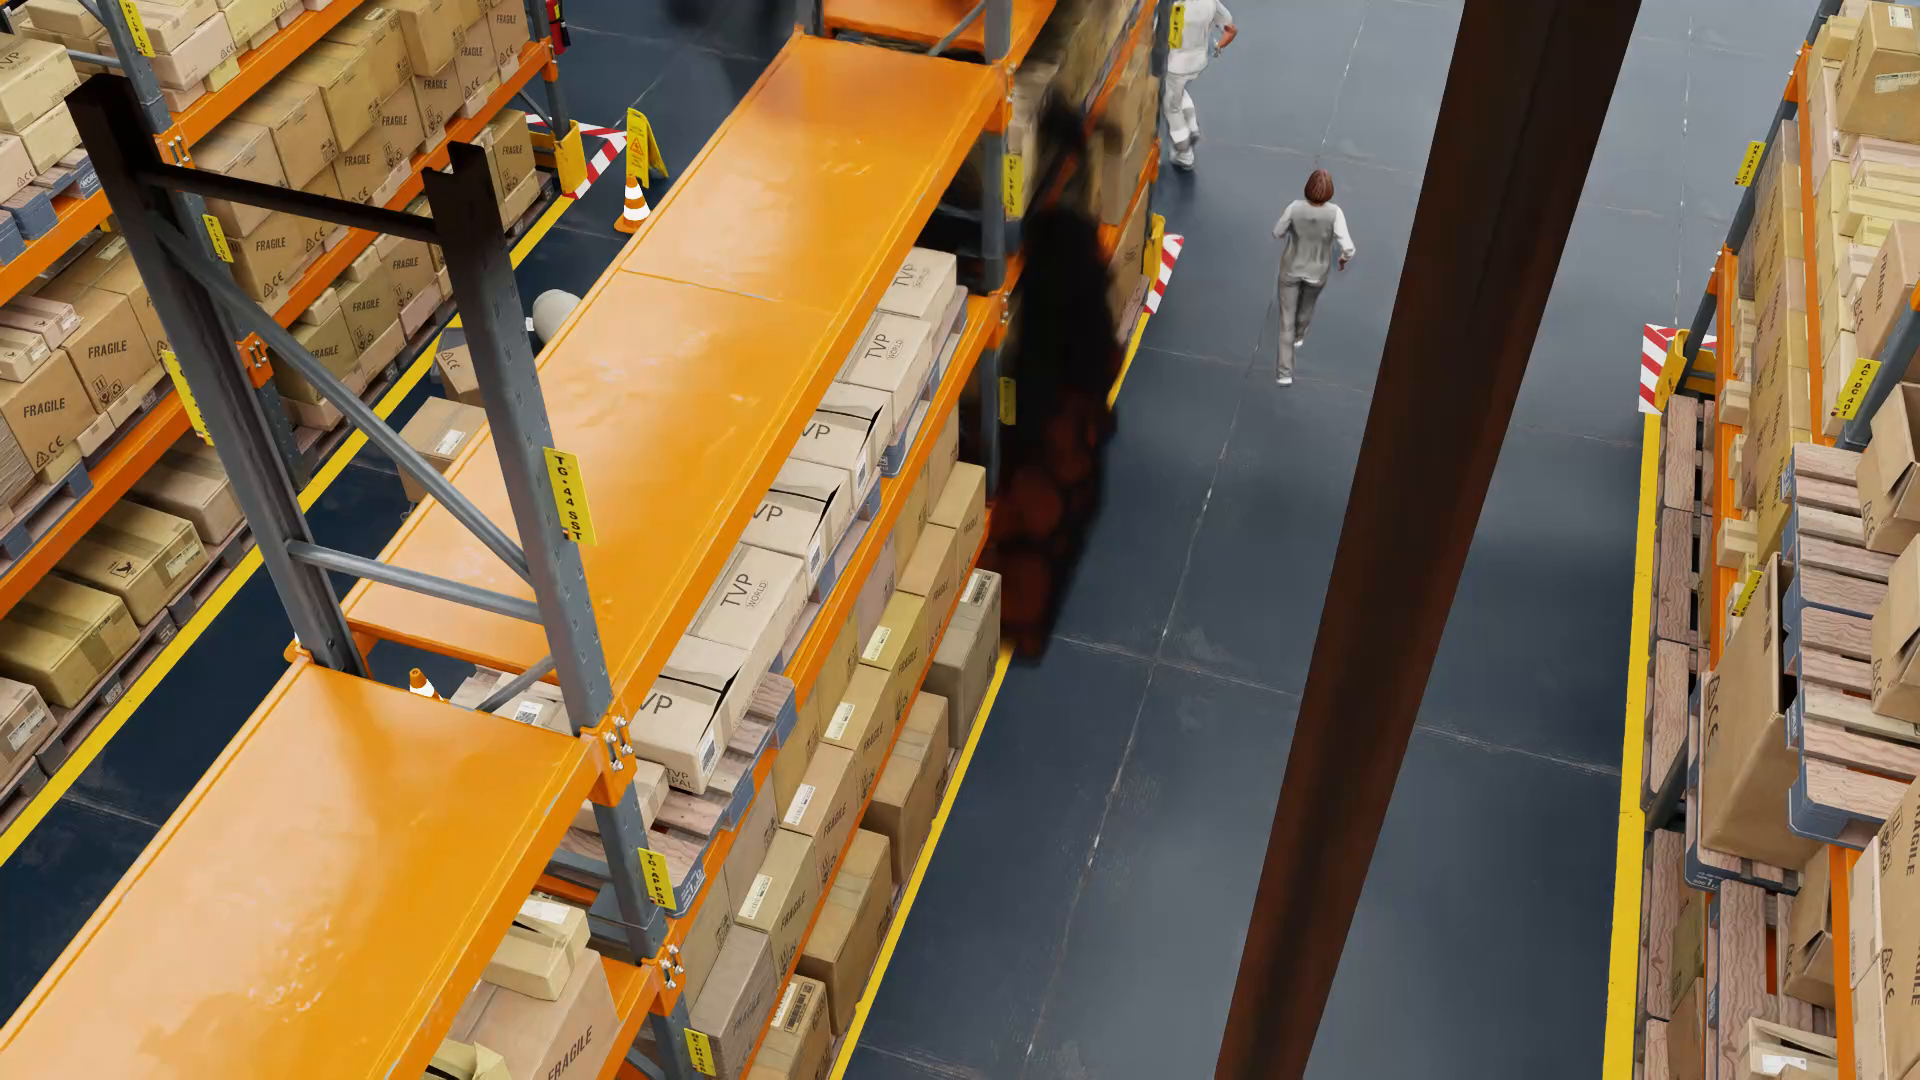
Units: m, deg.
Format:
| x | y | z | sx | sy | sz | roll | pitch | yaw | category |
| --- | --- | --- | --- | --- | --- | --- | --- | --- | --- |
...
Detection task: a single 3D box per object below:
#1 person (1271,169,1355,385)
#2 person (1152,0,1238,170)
| x | y | z | sx | sy | sz | roll | pitch | yaw | category |
| --- | --- | --- | --- | --- | --- | --- | --- | --- | --- |
| 2.363 | -1.816 | 11.378 | 0.541 | 1.599 | 0.804 | 5 | 46 | 5 | person |
| 1.828 | -3.960 | 13.755 | 0.646 | 1.747 | 0.653 | -22 | 50 | -20 | person |
